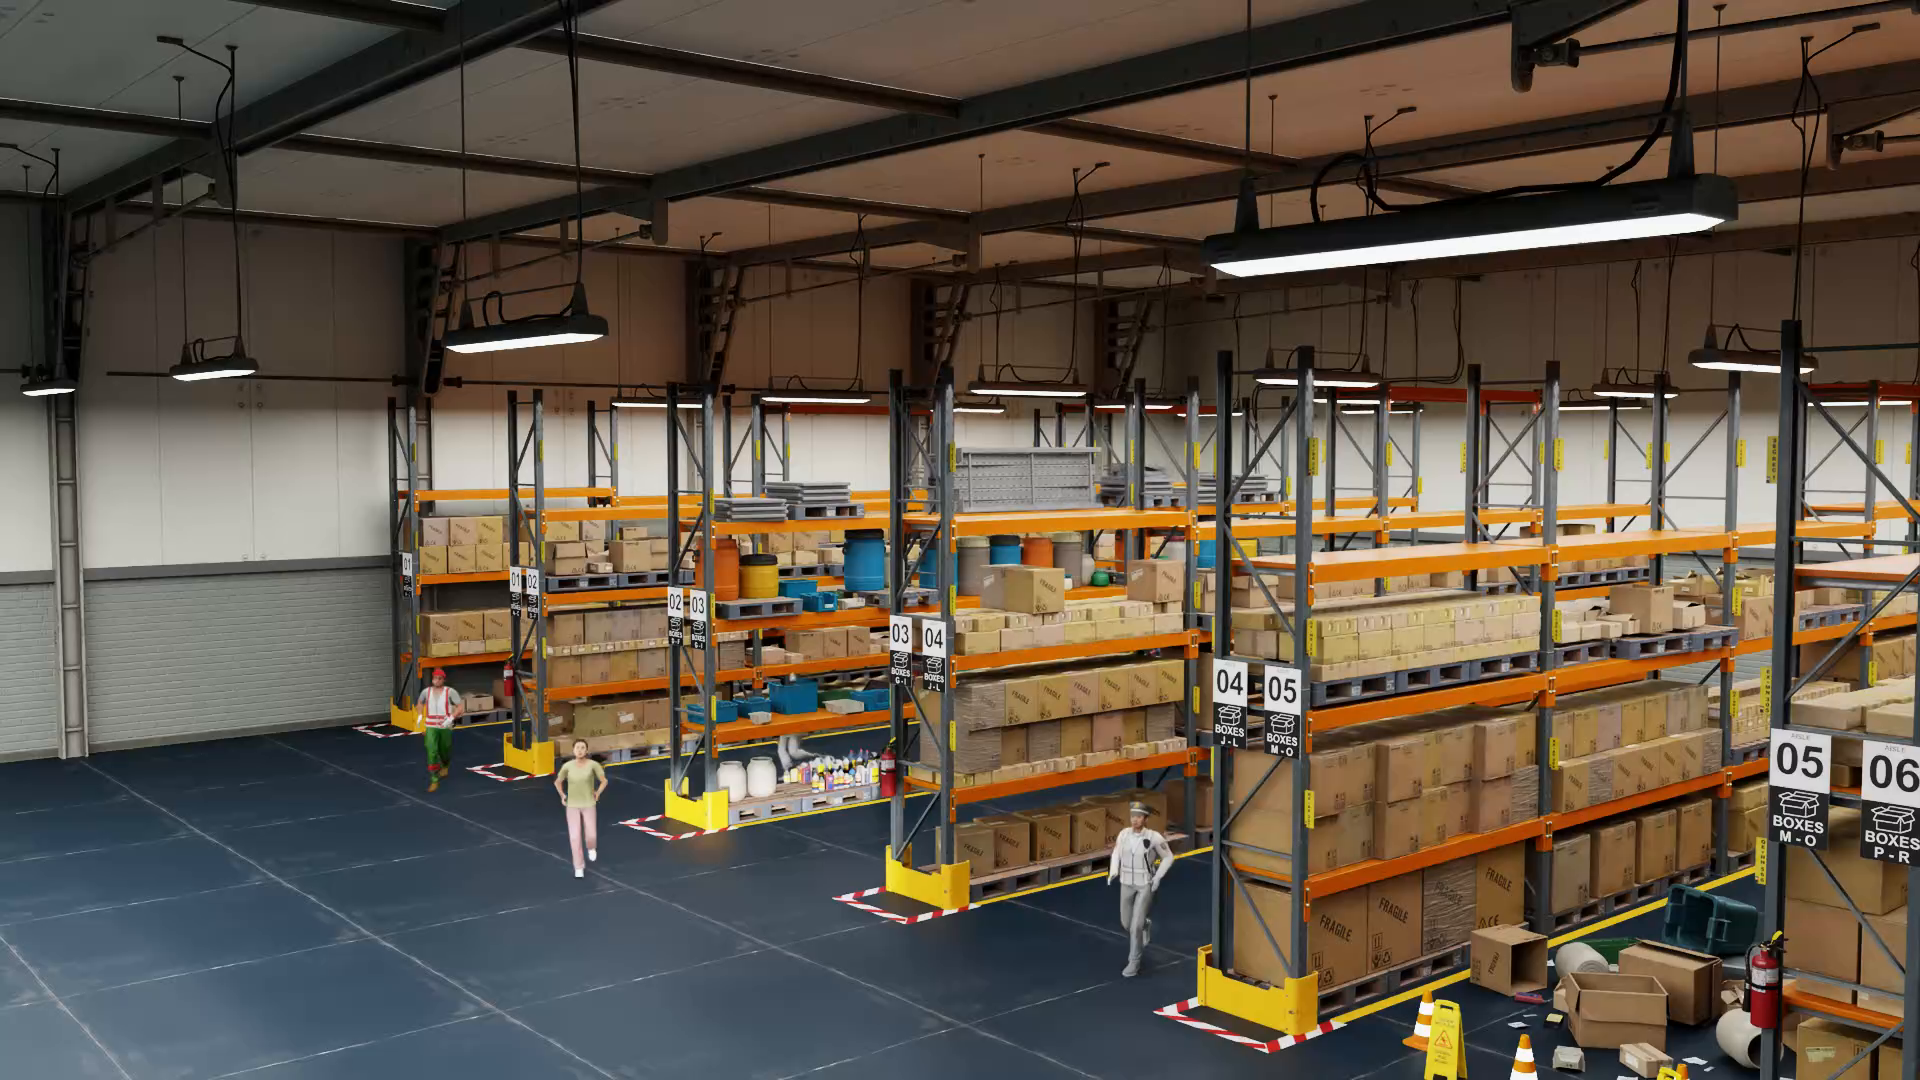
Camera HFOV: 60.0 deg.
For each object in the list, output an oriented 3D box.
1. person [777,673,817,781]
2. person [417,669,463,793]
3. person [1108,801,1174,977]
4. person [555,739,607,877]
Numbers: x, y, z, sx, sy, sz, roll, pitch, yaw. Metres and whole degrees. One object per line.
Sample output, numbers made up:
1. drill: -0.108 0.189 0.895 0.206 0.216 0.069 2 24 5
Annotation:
1. person: -2.526 2.849 25.502 0.646 1.648 0.579 -3 4 -39
2. person: -7.826 2.822 25.003 0.682 1.791 0.927 -1 3 -10
3. person: 1.783 3.387 16.369 0.632 1.669 0.712 2 4 28
4. person: -4.553 3.188 19.974 0.618 1.625 0.611 -1 3 -10
